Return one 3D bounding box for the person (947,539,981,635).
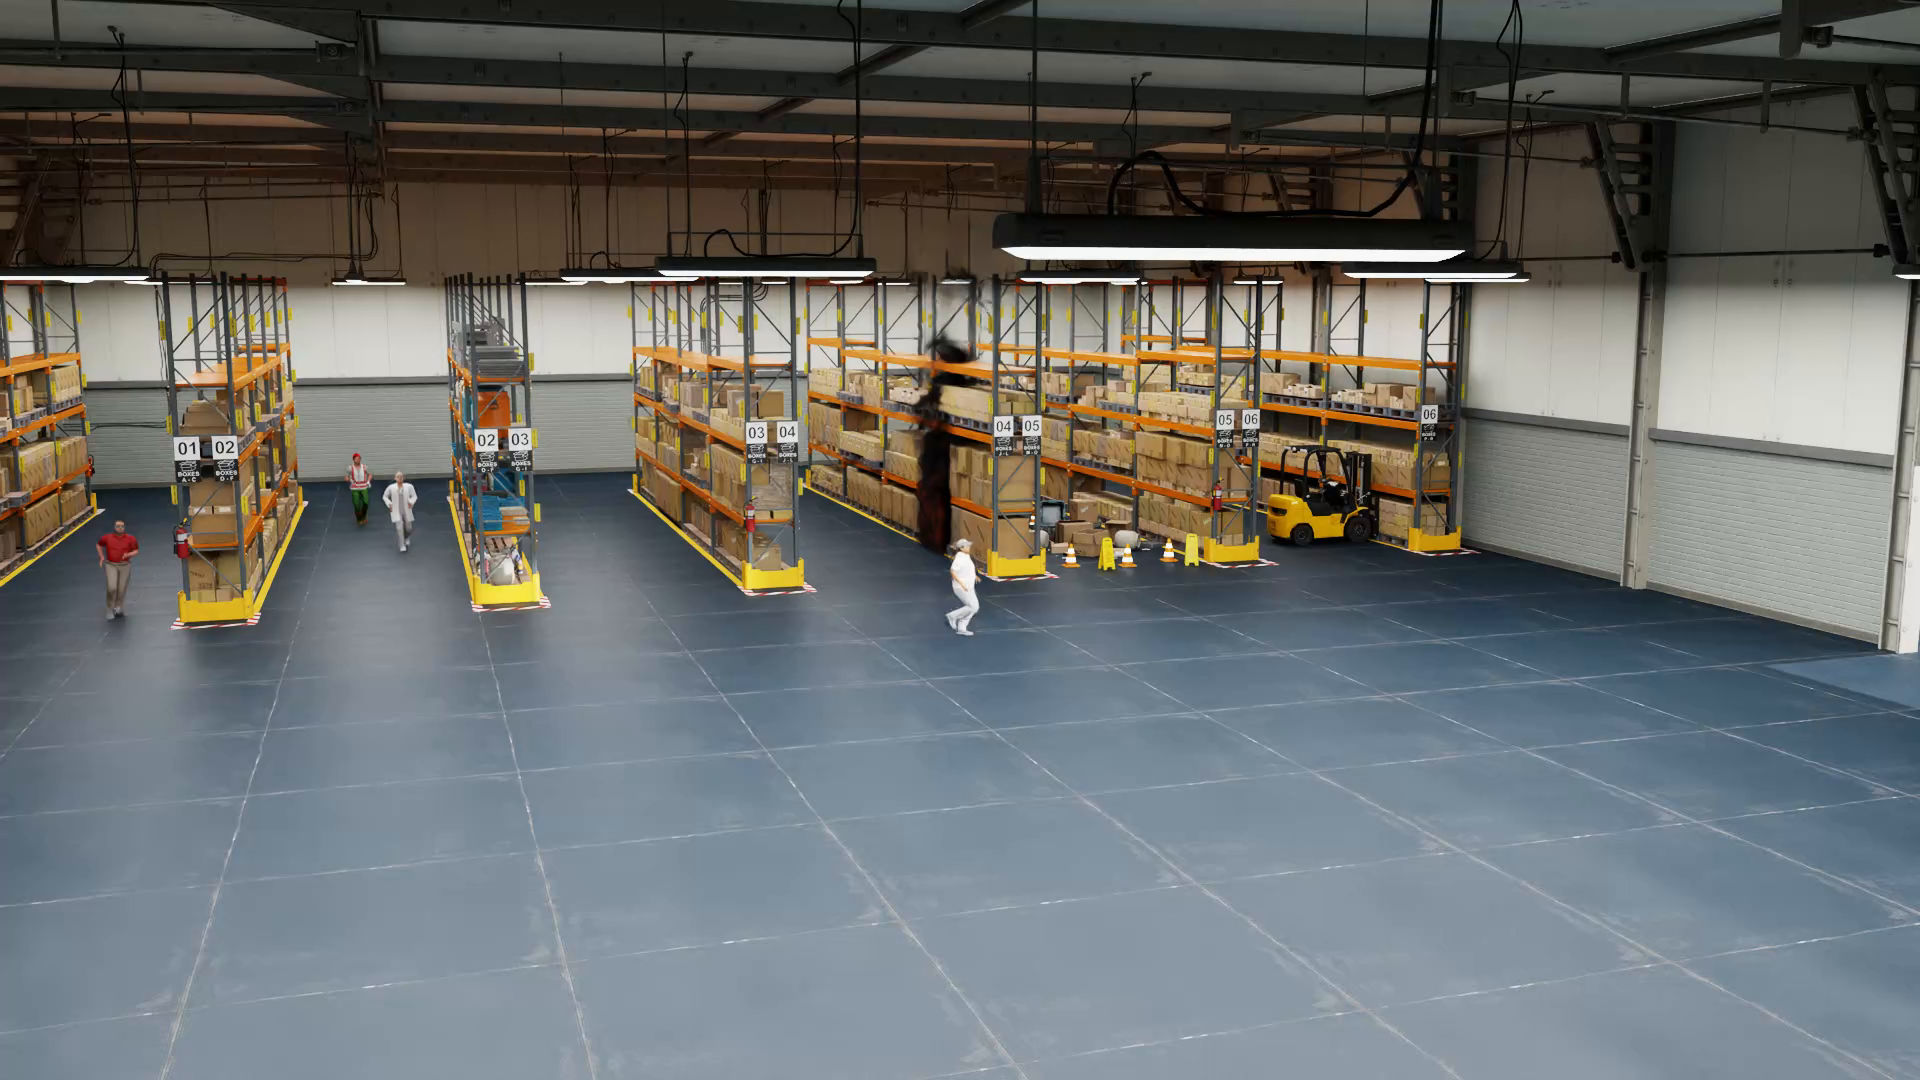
[{"bbox_3d":[0.081,0.784,27.583,0.526,1.623,0.608,1,9,7],"label":"person"}]

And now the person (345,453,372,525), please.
[{"bbox_3d":[-14.526,-1.220,40.248,0.640,1.750,0.604,-4,10,-25],"label":"person"}]

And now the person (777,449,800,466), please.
[{"bbox_3d":[-4.692,-1.971,45.420,0.707,1.757,0.803,-3,9,-17],"label":"person"}]

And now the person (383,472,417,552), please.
[{"bbox_3d":[-12.263,-0.624,36.465,0.711,1.727,0.701,-4,9,-24],"label":"person"}]

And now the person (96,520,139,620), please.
[{"bbox_3d":[-14.725,0.531,29.134,0.640,1.767,0.738,-5,10,-32],"label":"person"}]
